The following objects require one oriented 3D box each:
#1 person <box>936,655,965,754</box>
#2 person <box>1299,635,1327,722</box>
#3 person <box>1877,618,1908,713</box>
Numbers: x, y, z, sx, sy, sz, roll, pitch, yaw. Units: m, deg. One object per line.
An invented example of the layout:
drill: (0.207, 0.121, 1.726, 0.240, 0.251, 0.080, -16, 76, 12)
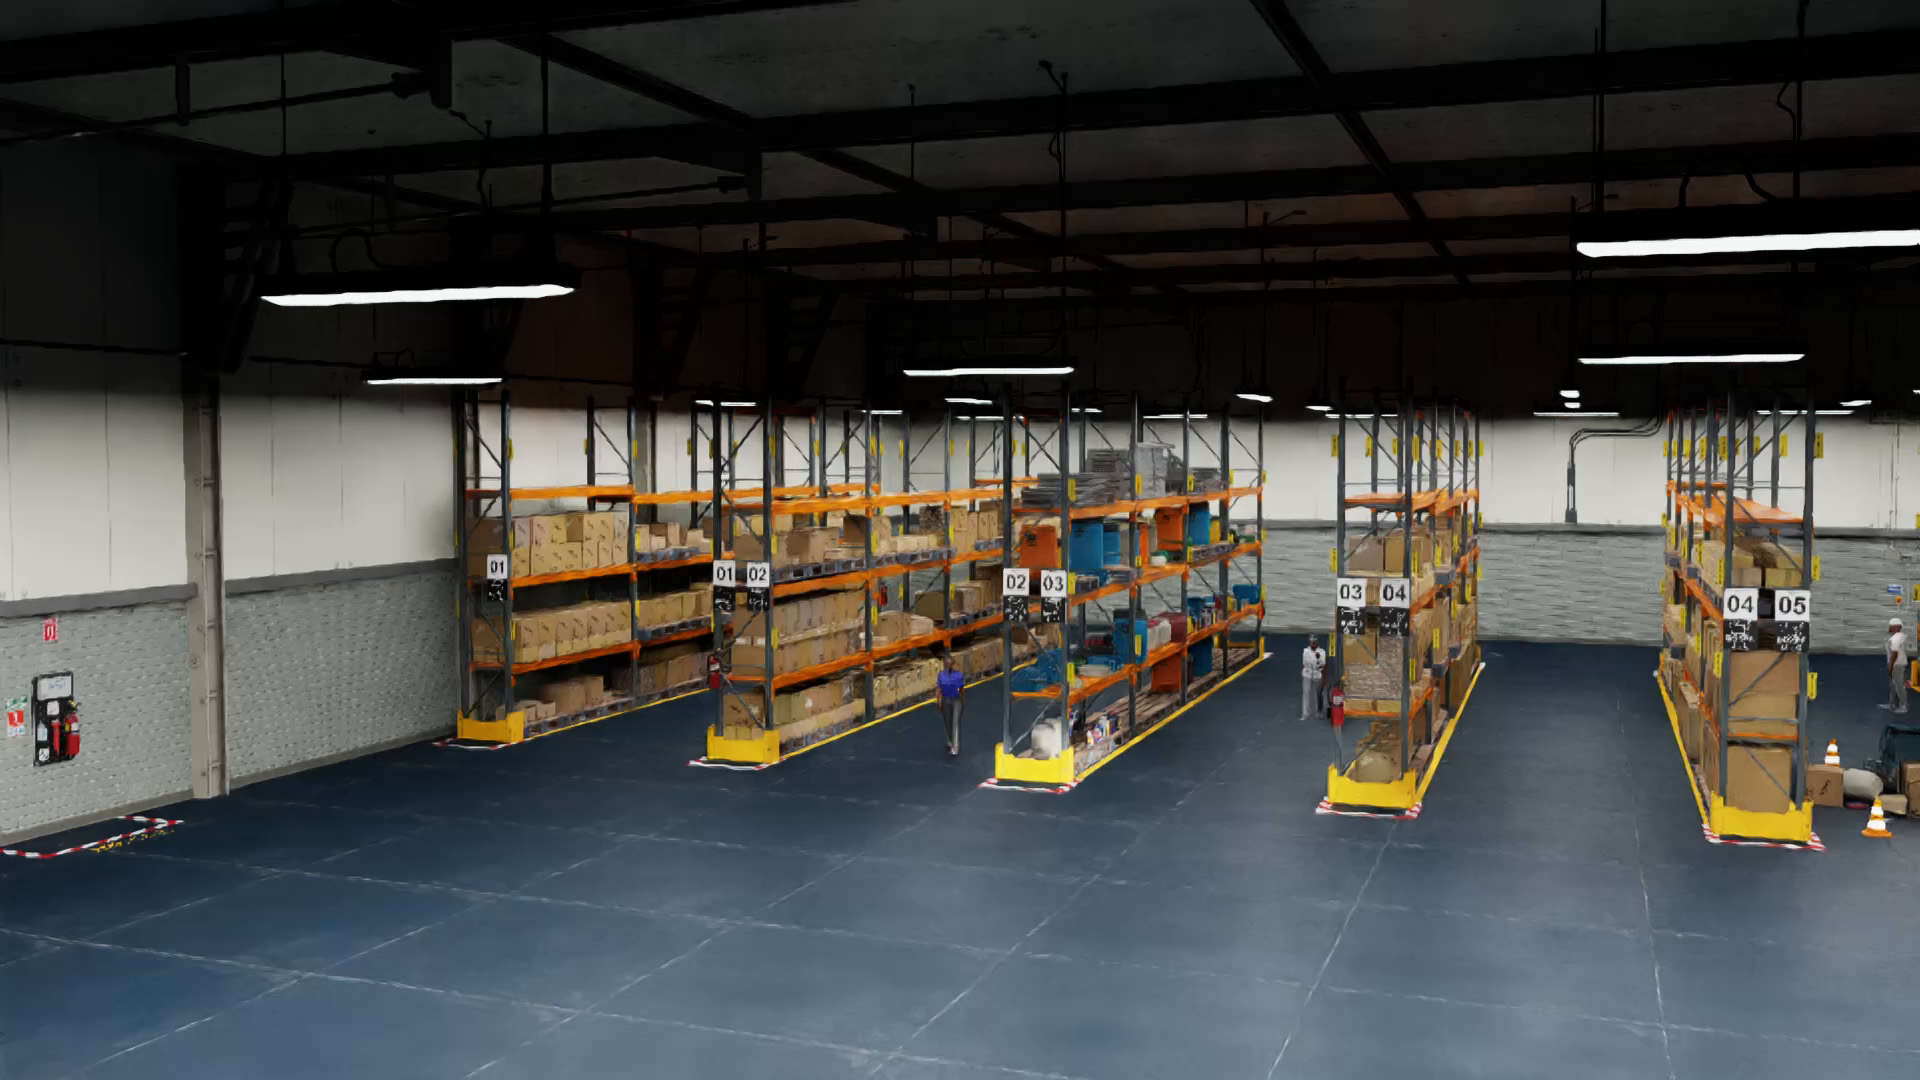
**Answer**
person: (-0.165, 2.684, 27.376, 0.443, 1.587, 0.996, 1, 3, 12)
person: (6.492, 2.512, 30.487, 0.445, 1.587, 1.076, 1, 3, 18)
person: (17.742, 2.365, 31.578, 0.557, 1.764, 0.651, 2, 4, 37)
